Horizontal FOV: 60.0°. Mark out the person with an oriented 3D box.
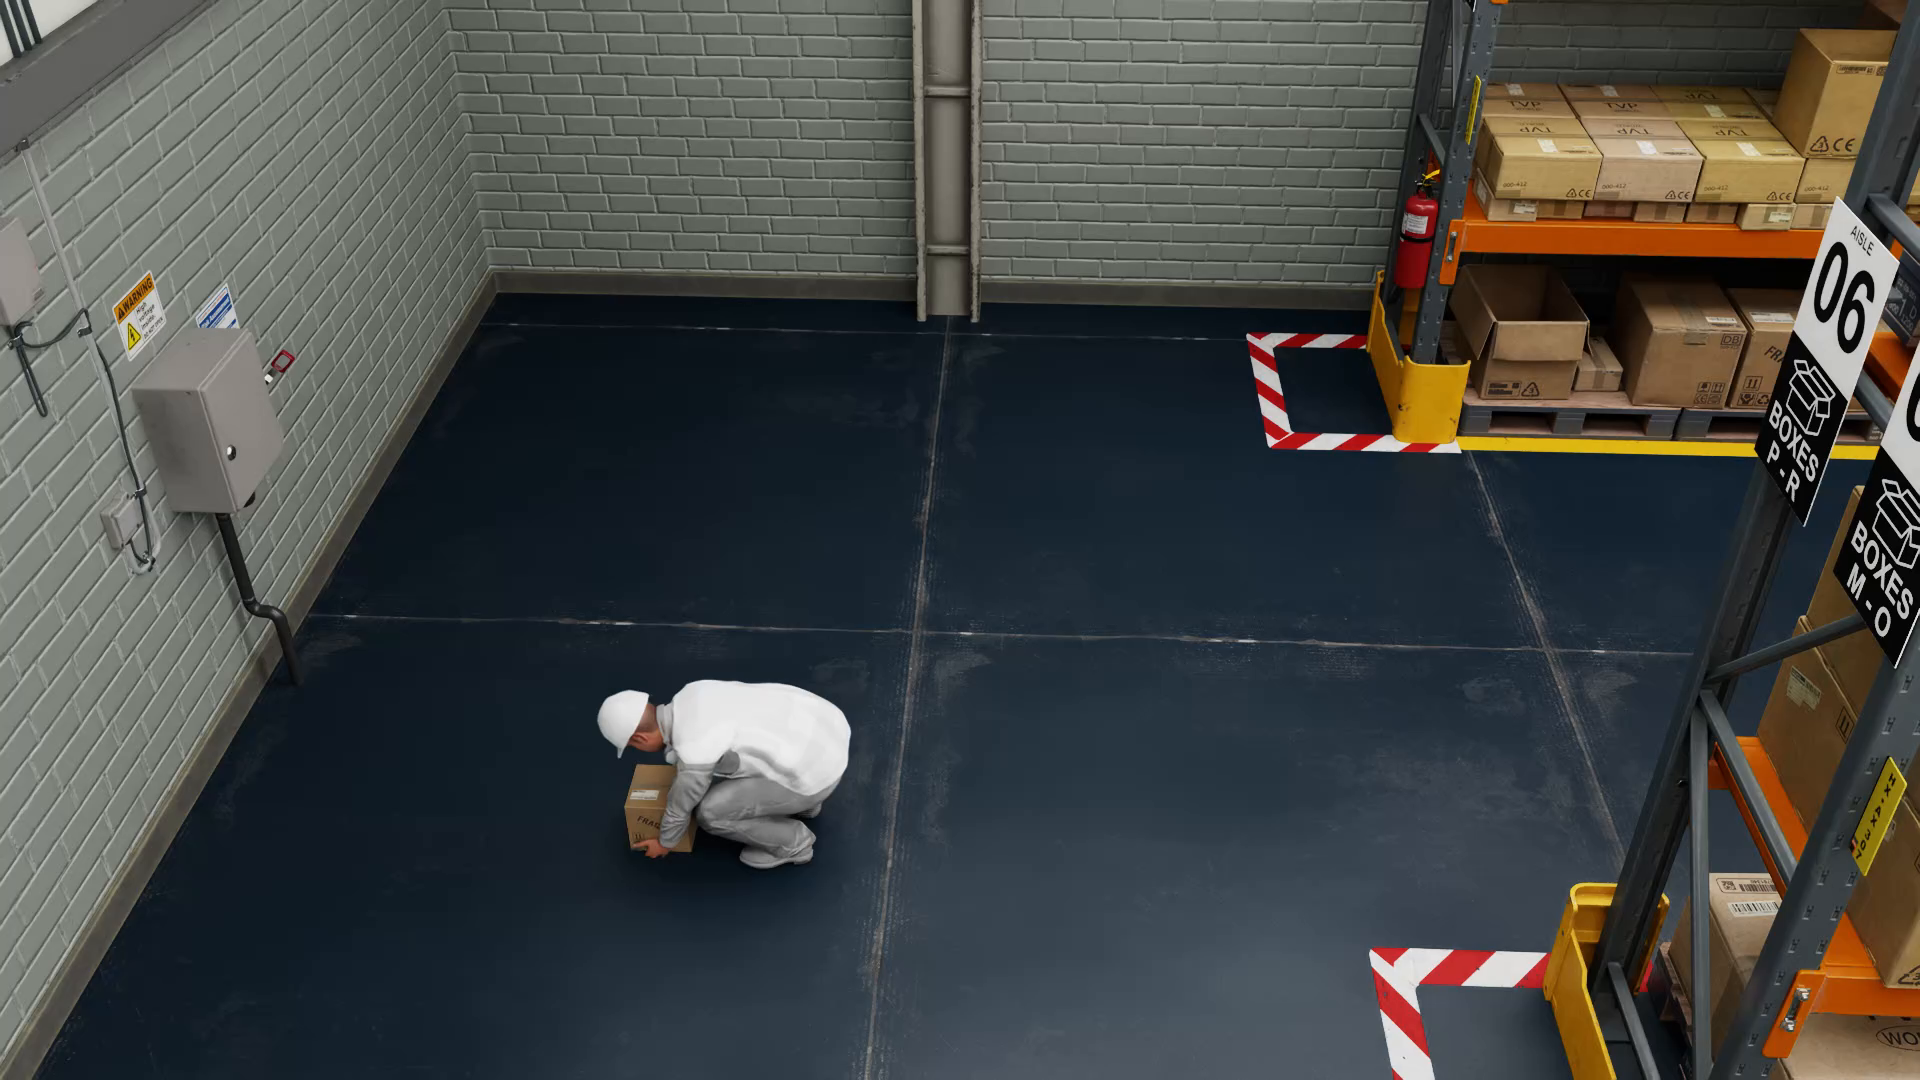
[{"bbox_3d":[-0.928,0.931,6.701,0.973,0.831,0.517,1,35,1],"label":"person"}]
